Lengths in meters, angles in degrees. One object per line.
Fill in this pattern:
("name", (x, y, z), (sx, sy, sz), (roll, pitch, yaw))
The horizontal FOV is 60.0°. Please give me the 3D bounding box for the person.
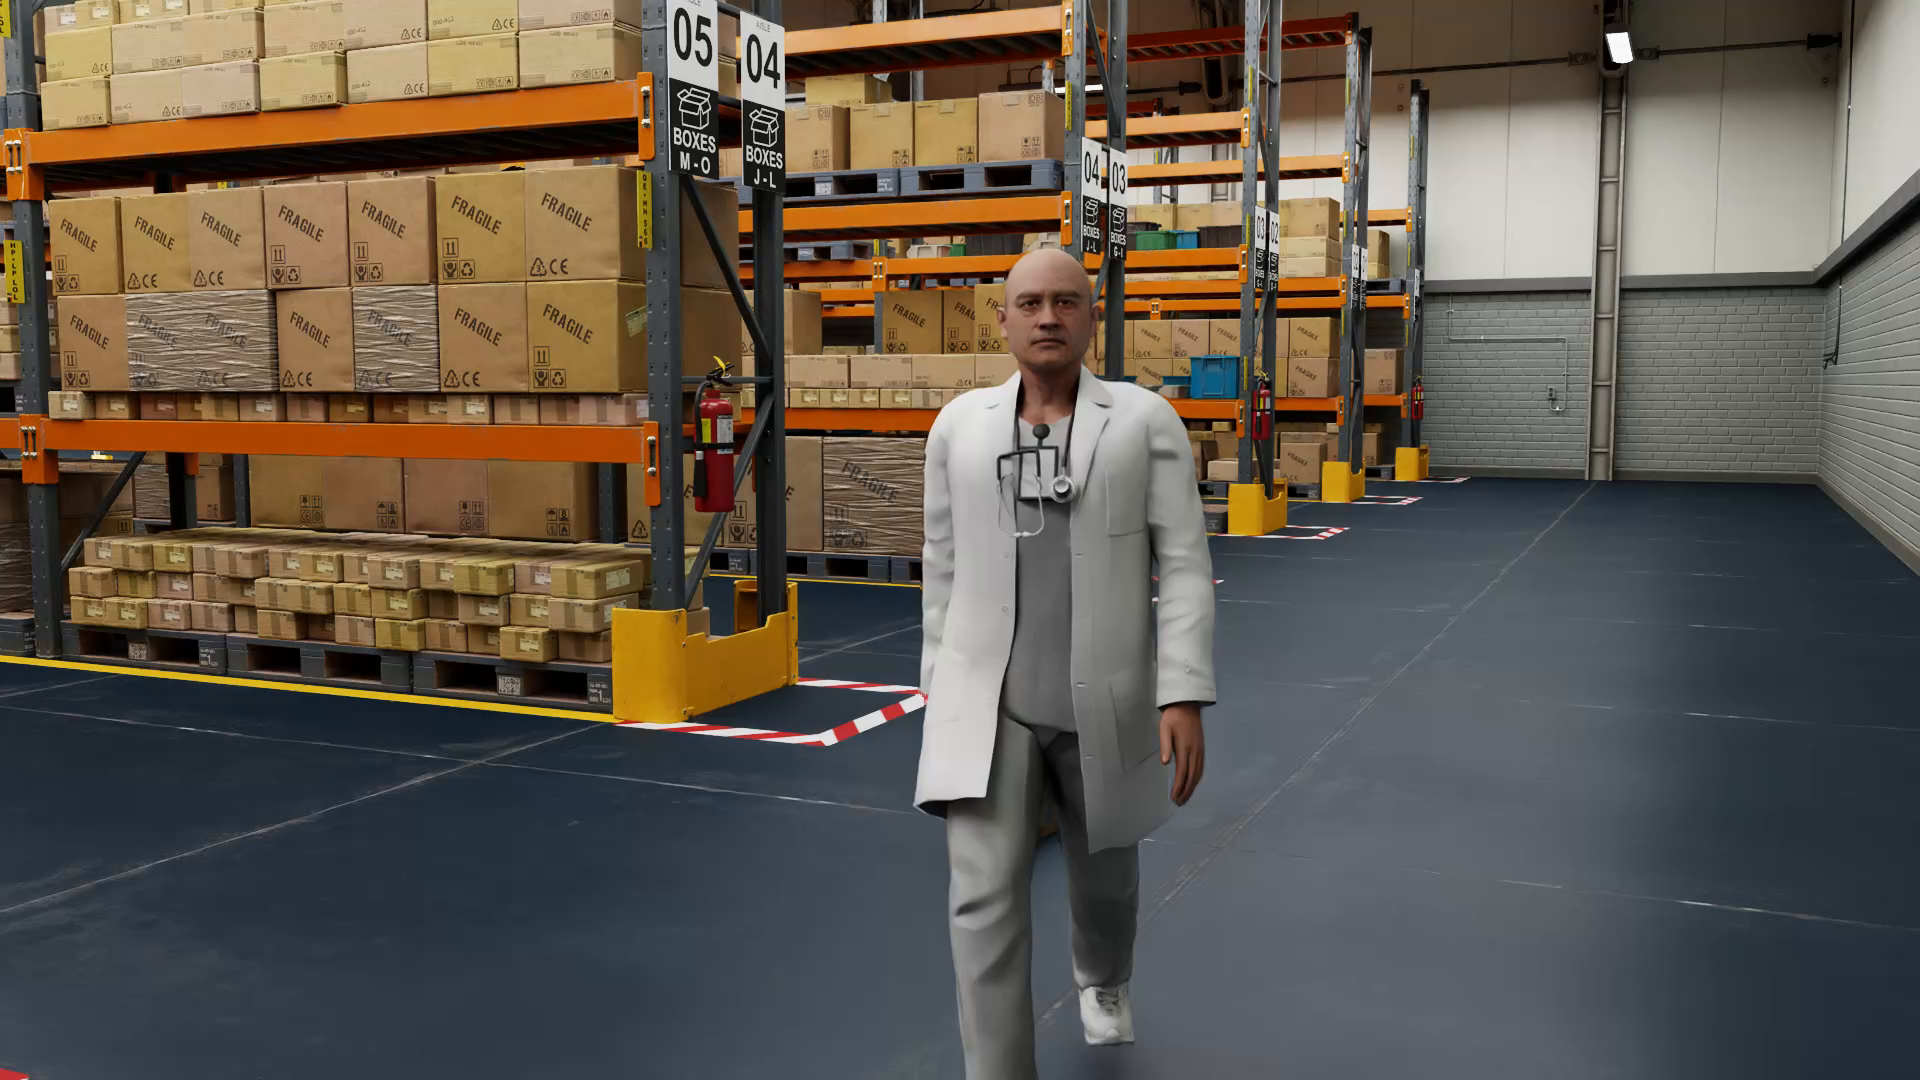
("person", (0.202, 0.306, 3.275), (0.595, 1.734, 1.089), (1, 5, 7))
